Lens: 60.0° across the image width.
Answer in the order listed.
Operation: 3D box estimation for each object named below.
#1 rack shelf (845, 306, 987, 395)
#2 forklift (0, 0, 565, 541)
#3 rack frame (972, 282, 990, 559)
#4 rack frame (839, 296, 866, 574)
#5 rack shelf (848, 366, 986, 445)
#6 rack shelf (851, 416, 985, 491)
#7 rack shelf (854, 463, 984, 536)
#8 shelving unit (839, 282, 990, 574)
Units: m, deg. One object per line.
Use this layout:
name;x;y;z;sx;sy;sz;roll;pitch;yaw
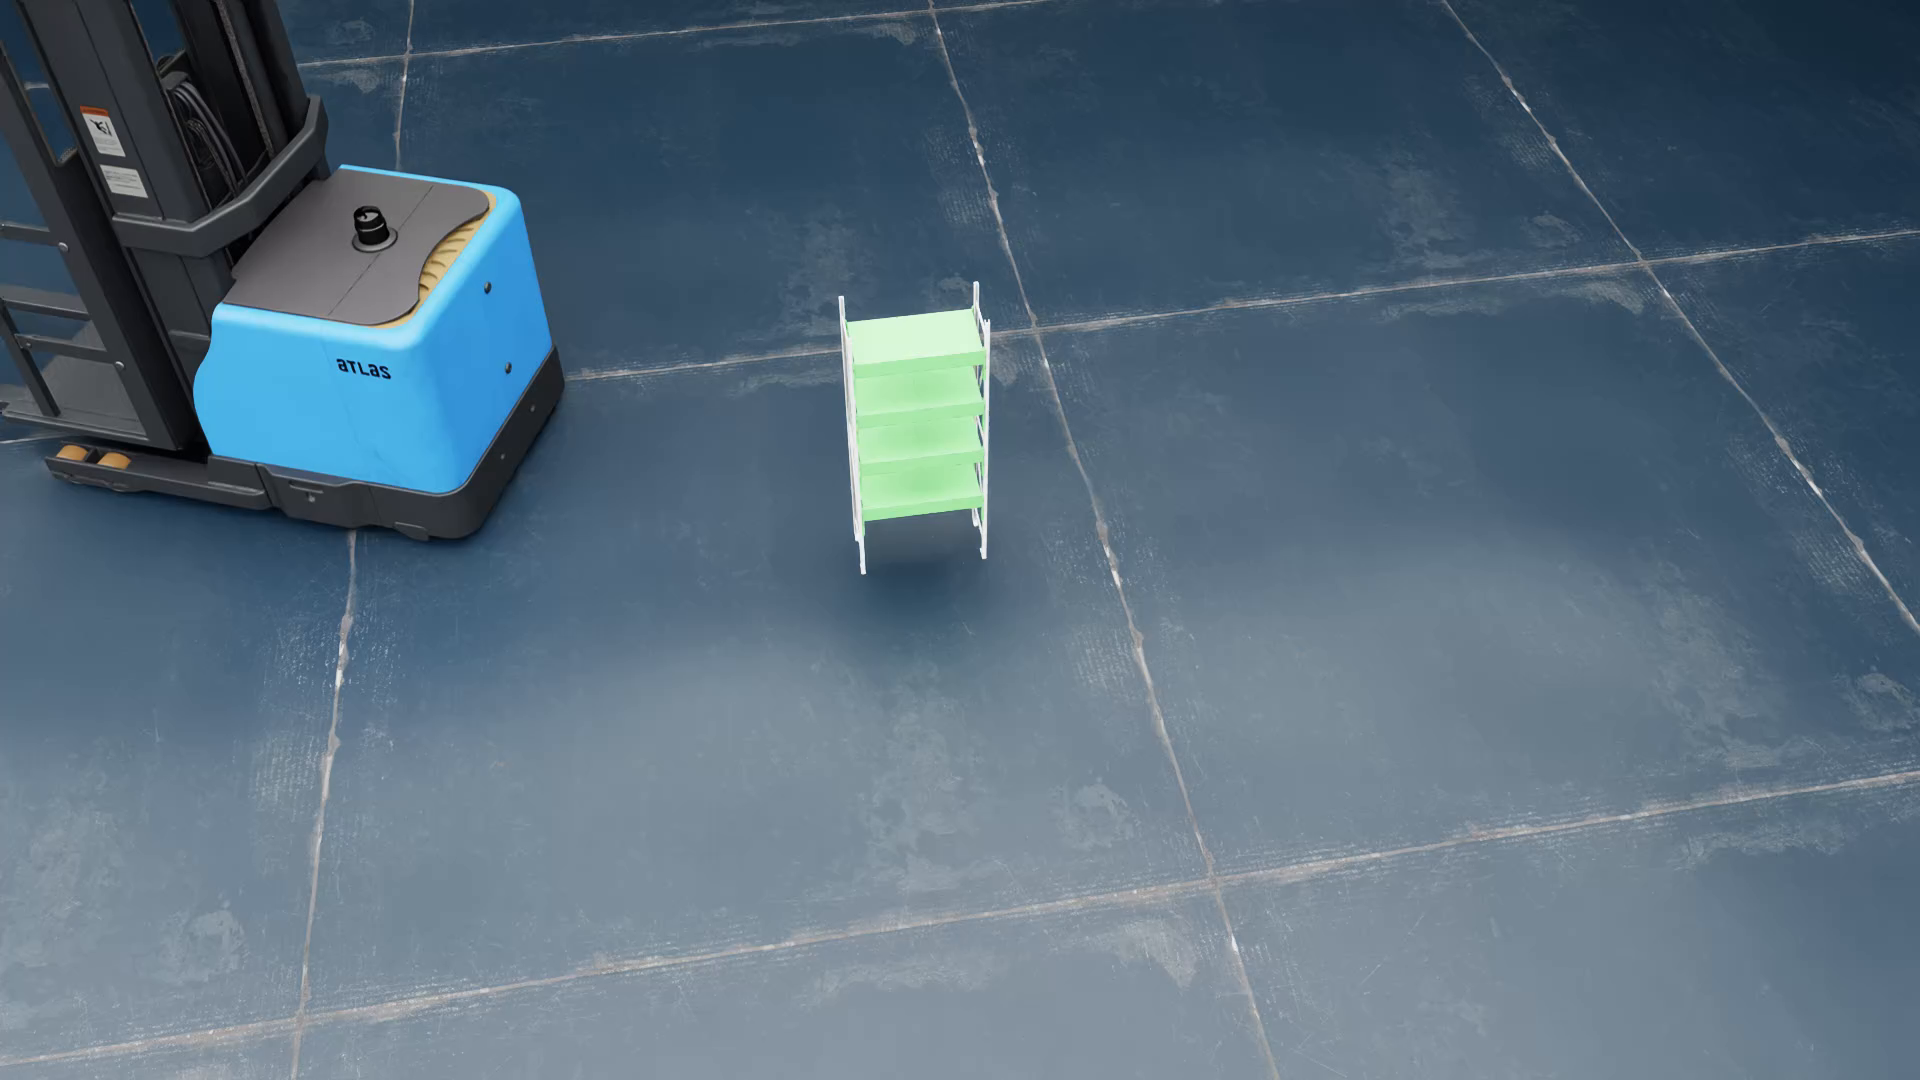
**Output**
rack shelf;-0.163;-0.685;5.999;0.480;0.148;0.258;-7;46;-7
forklift;-3.307;-1.578;6.235;3.031;2.935;1.130;10;47;9
rack frame;0.077;-0.426;6.327;0.015;1.200;0.240;-7;46;-7
rack frame;-0.404;-0.366;6.269;0.015;1.200;0.240;-7;46;-7
rack shelf;-0.163;-0.518;6.172;0.480;0.148;0.258;-7;46;-7
rack shelf;-0.163;-0.352;6.344;0.480;0.148;0.258;-7;46;-7
rack shelf;-0.163;-0.185;6.517;0.480;0.148;0.258;-7;46;-7
shelving unit;-0.163;-0.396;6.298;0.503;1.200;0.258;-7;46;-7
